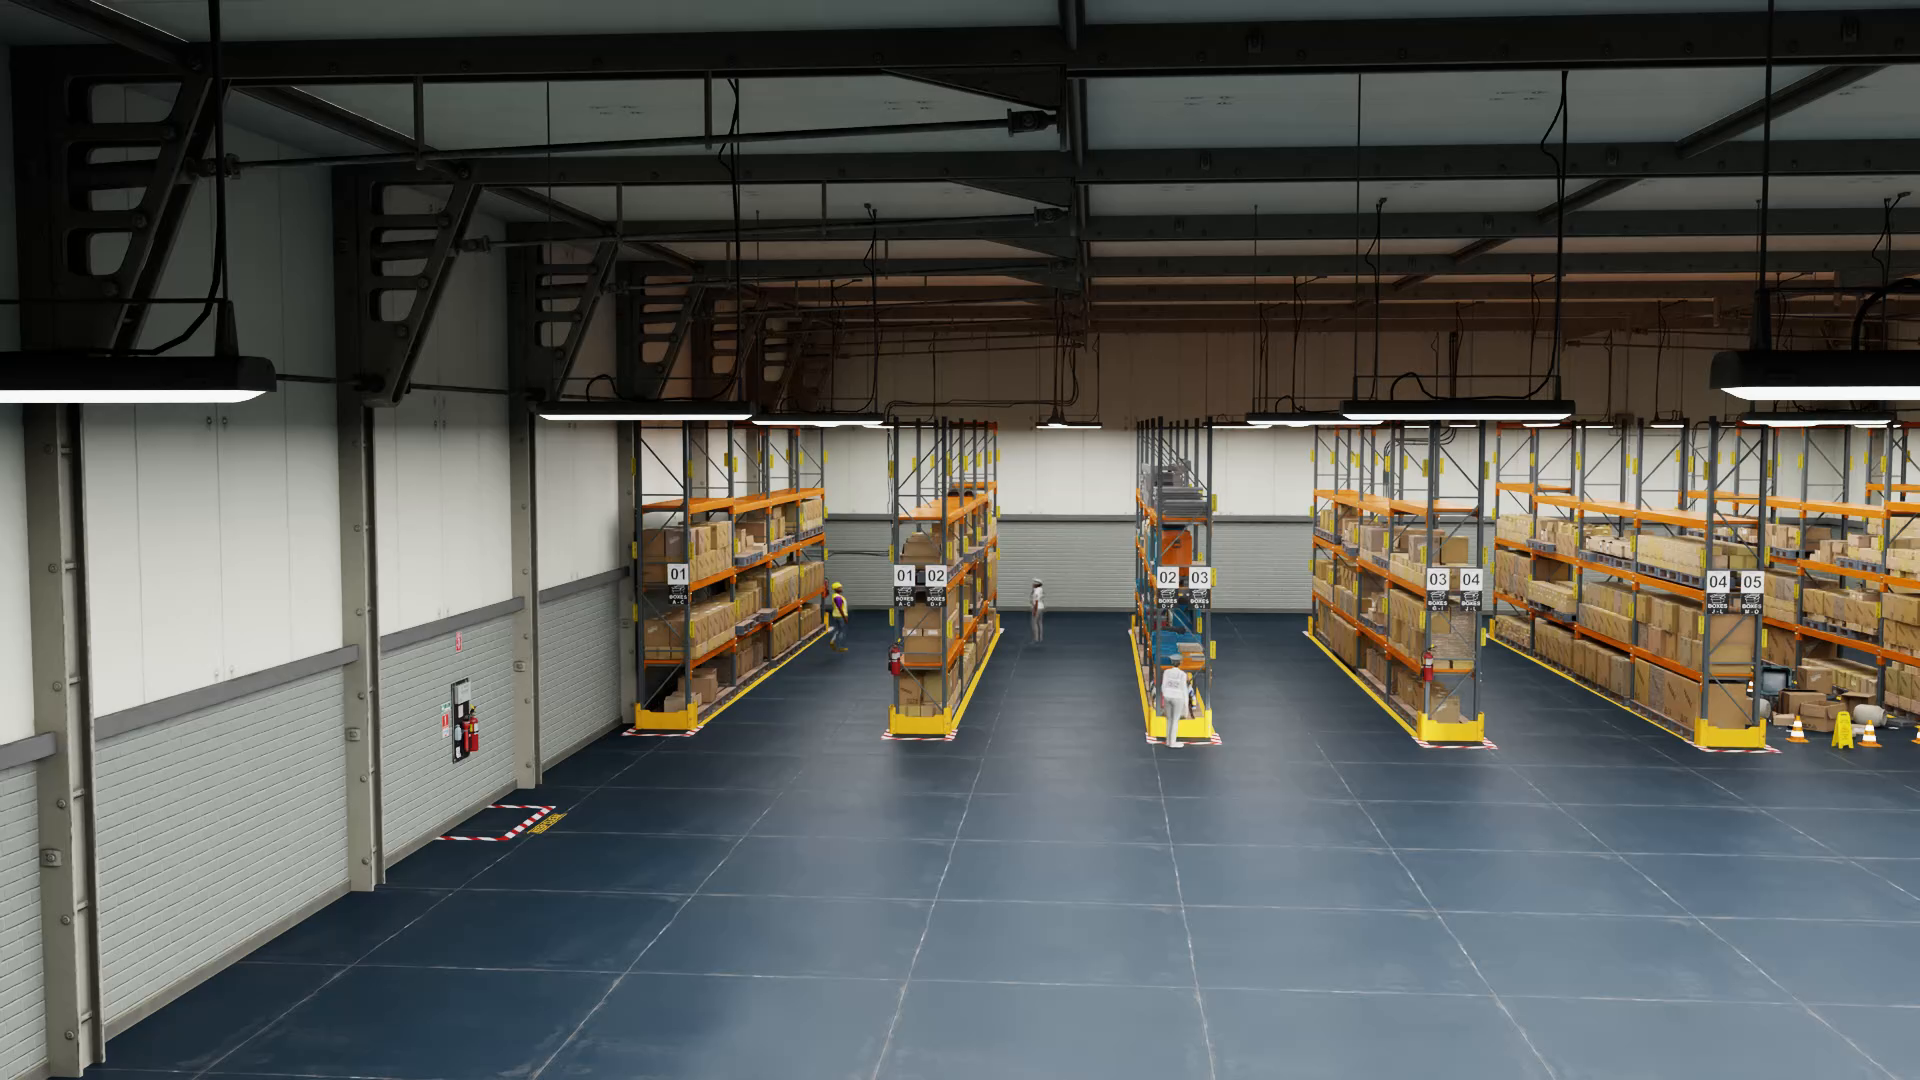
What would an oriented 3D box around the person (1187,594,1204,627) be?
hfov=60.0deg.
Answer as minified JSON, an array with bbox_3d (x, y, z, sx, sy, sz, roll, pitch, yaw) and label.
[{"bbox_3d":[6.833,1.676,48.454,0.651,1.708,1.053,0,4,-5],"label":"person"}]

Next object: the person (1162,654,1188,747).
[{"bbox_3d":[3.890,2.911,30.100,0.501,1.692,0.350,3,5,38],"label":"person"}]

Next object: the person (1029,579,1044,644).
[{"bbox_3d":[2.044,1.888,44.277,0.361,1.728,0.510,1,4,17],"label":"person"}]

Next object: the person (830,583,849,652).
[{"bbox_3d":[-3.044,1.952,42.079,0.488,1.751,0.593,-3,5,-41],"label":"person"}]
